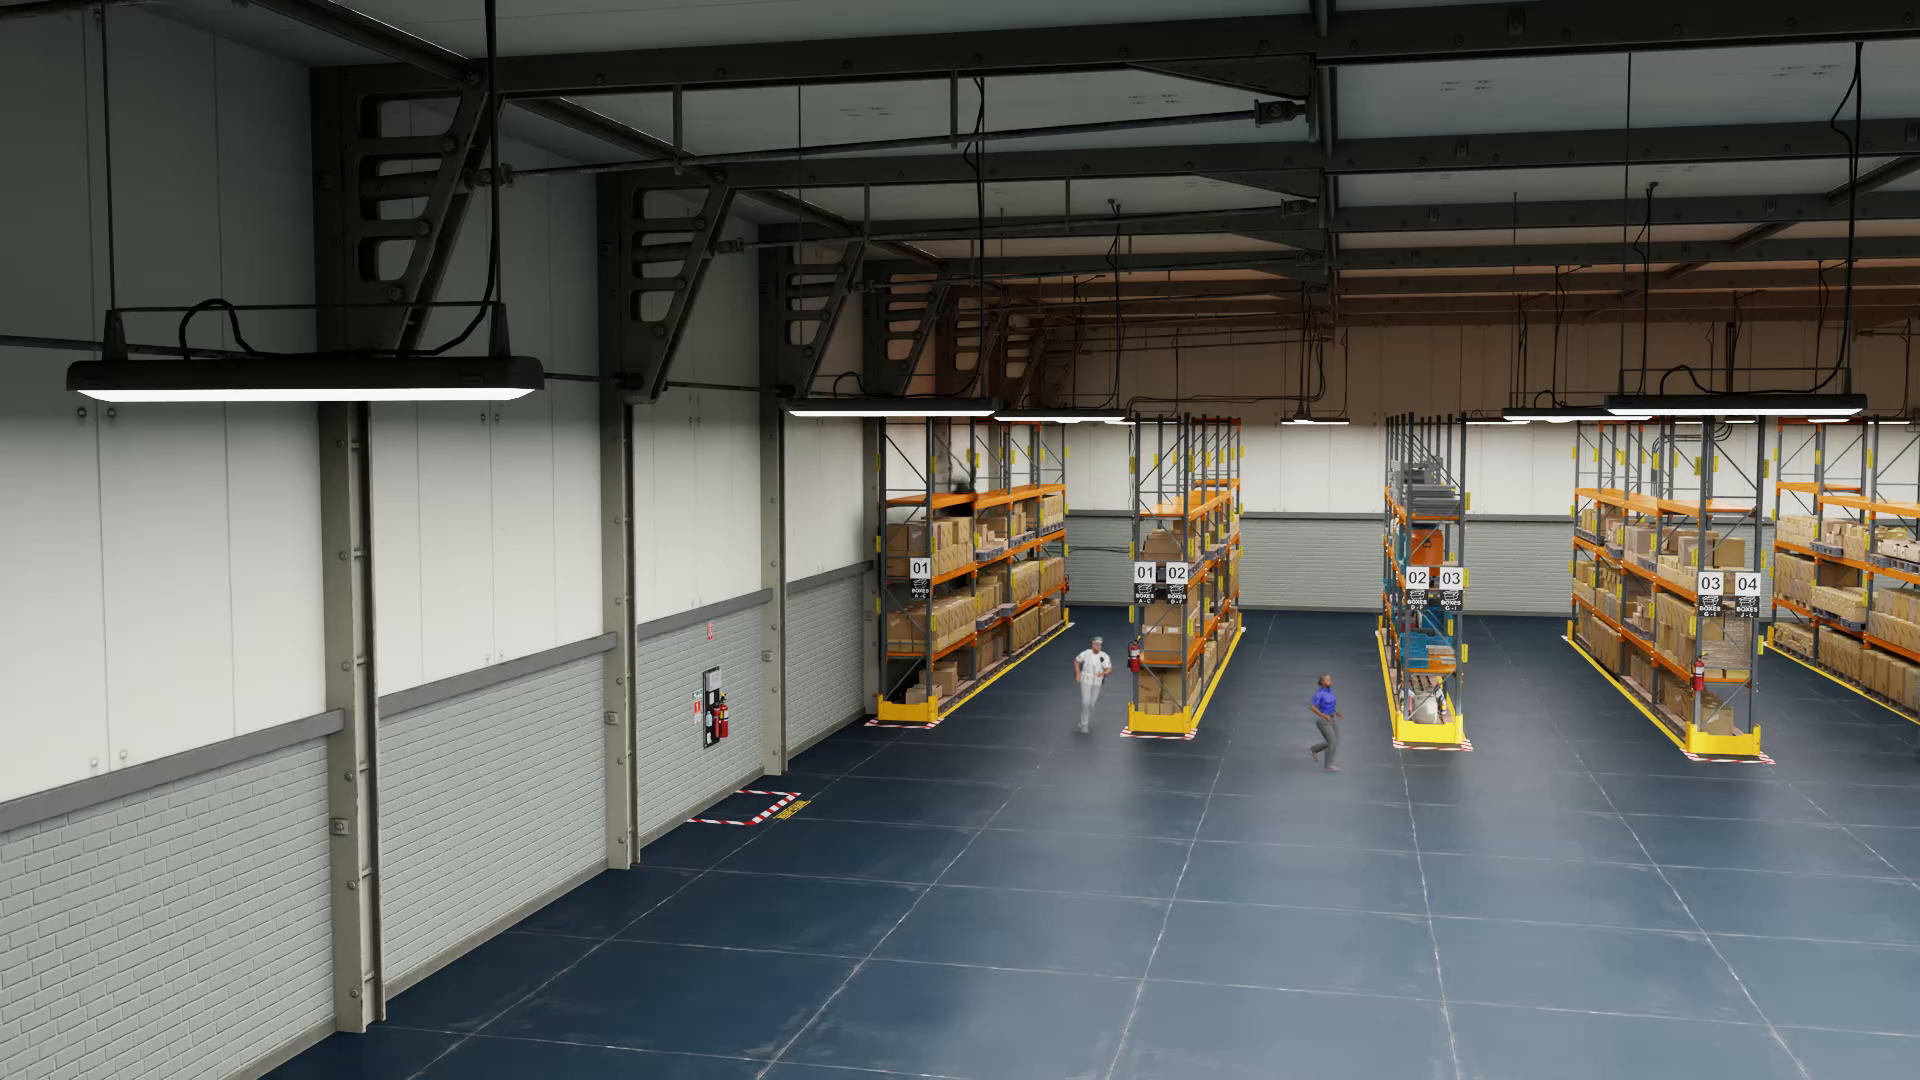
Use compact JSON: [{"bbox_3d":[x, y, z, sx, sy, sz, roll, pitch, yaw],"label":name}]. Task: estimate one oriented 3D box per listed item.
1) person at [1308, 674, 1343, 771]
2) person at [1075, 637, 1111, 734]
[{"bbox_3d":[6.089,3.037,27.789,0.603,1.605,0.578,3,5,41],"label":"person"},{"bbox_3d":[2.529,2.724,31.474,0.661,1.800,0.809,-1,4,-10],"label":"person"}]
